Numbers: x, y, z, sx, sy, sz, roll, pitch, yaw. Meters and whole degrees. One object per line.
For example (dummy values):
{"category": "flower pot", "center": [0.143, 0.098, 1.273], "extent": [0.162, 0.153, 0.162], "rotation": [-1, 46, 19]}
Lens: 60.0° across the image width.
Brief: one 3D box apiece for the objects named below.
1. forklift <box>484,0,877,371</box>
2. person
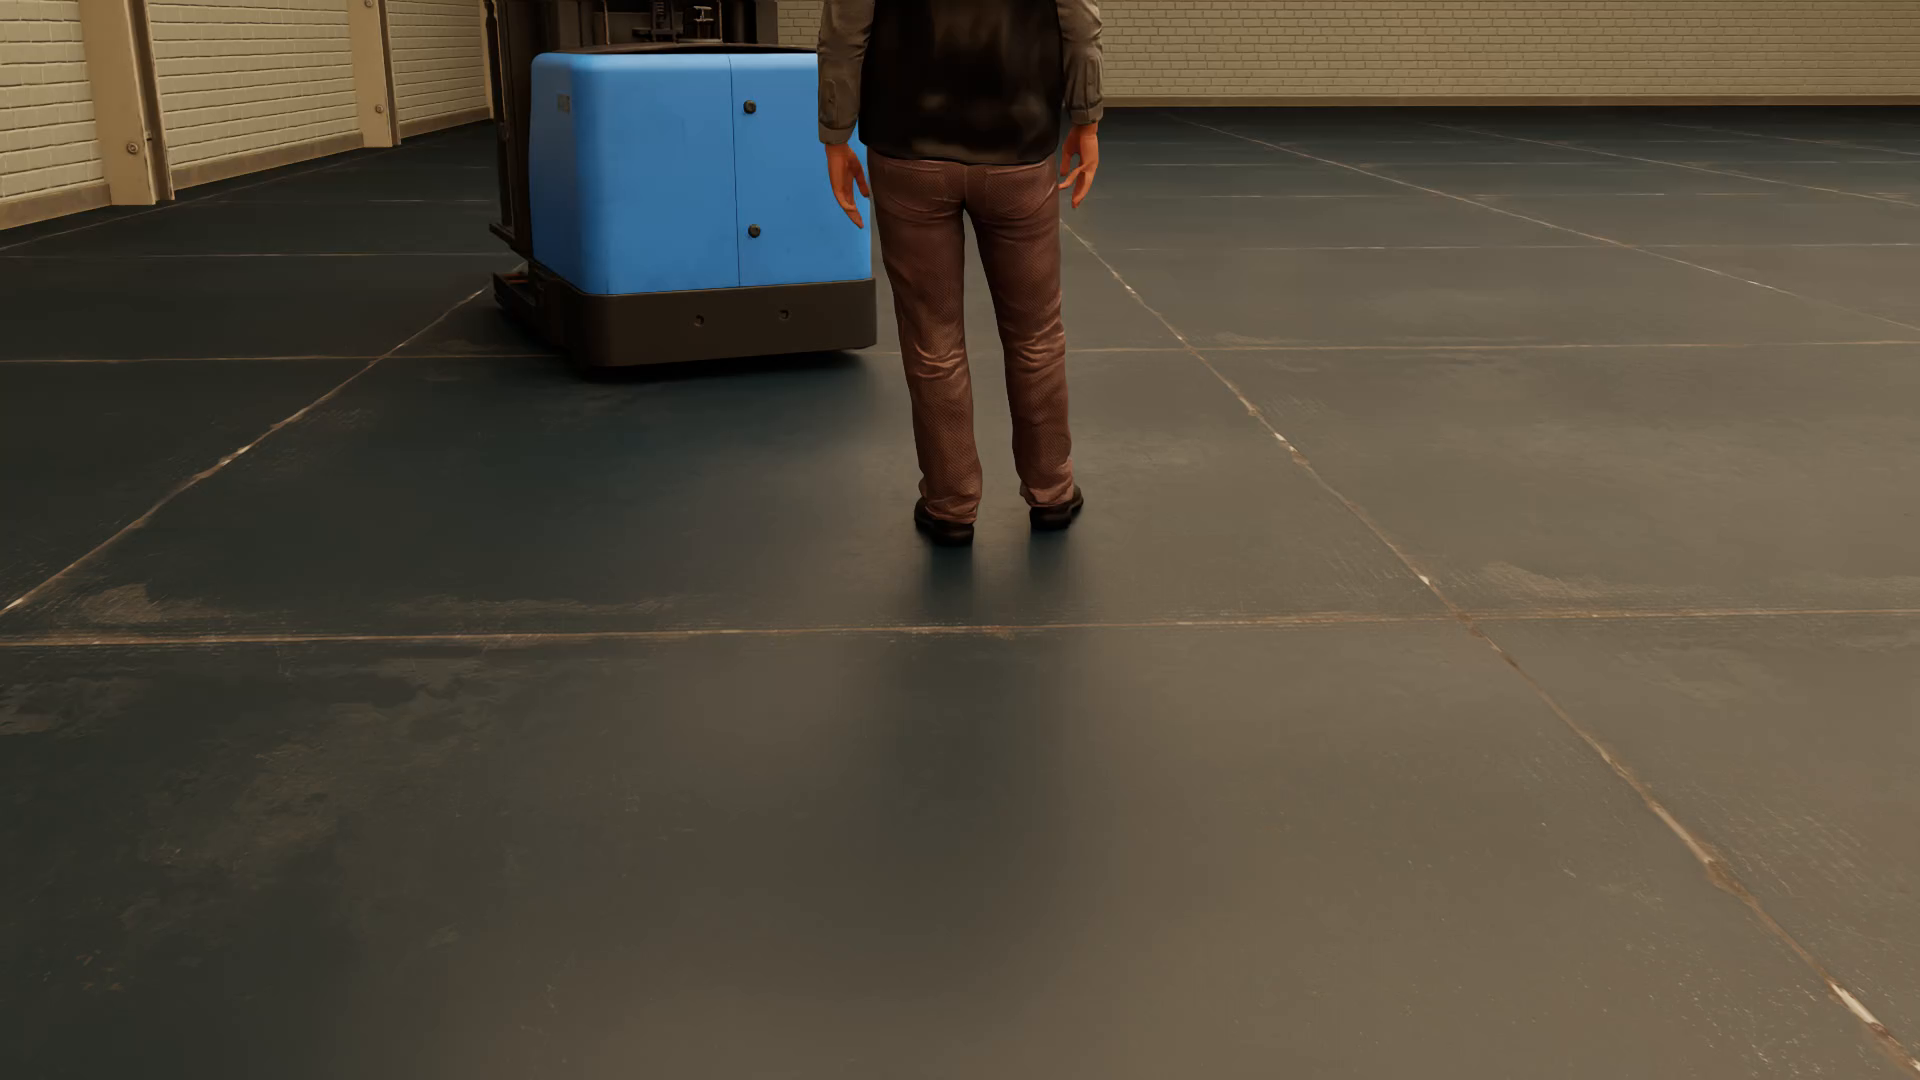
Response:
{"category": "forklift", "center": [-1.350, -2.369, 6.650], "extent": [1.130, 2.935, 3.031], "rotation": [-7, 18, -22]}
{"category": "person", "center": [0.004, -0.848, 3.725], "extent": [0.633, 1.722, 0.566], "rotation": [-1, 17, -3]}
